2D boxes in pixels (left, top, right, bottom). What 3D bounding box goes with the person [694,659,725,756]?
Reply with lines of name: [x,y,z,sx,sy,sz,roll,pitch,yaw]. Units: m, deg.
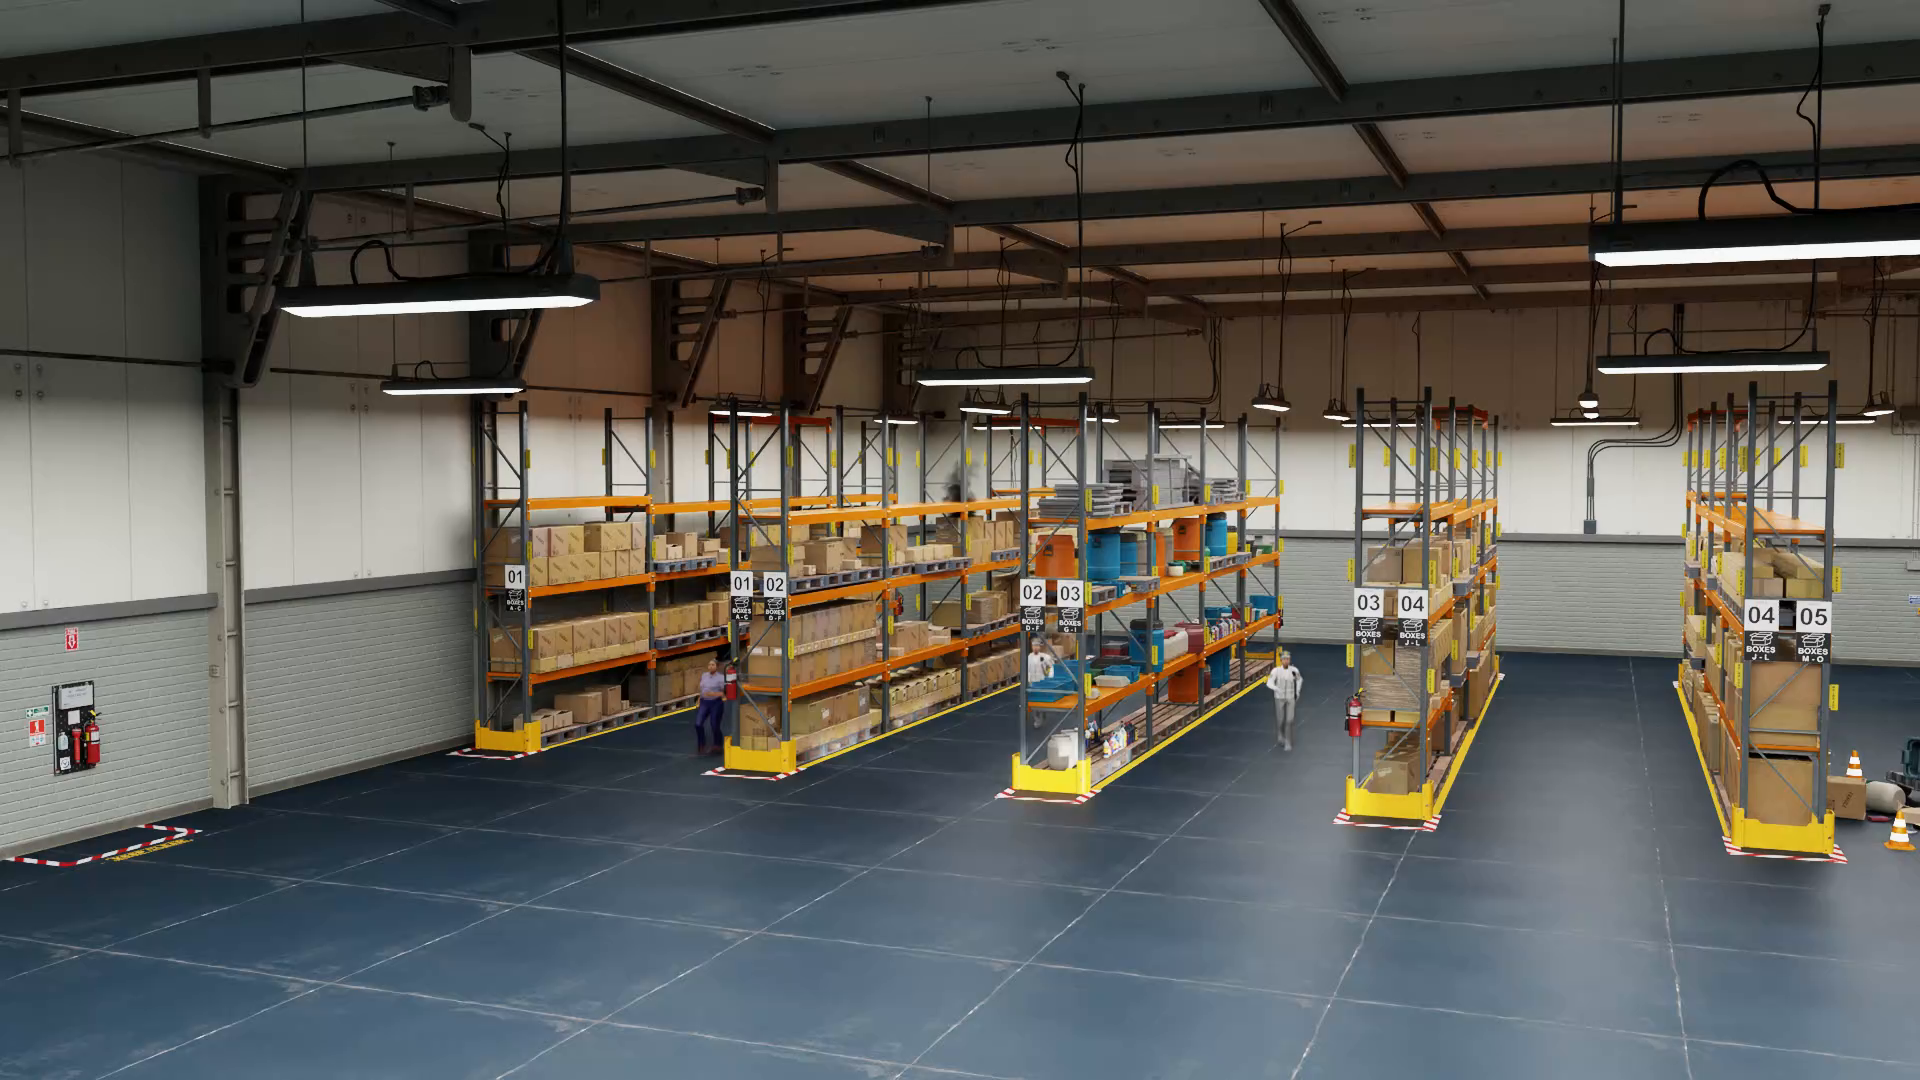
person: [-4.190,2.840,28.161,0.590,1.678,0.688,1,3,15]

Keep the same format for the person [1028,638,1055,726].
person: [1.431,2.650,30.898,0.590,1.660,0.619,1,3,20]

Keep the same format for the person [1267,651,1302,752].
person: [5.605,2.747,28.697,0.612,1.689,0.943,0,3,8]
